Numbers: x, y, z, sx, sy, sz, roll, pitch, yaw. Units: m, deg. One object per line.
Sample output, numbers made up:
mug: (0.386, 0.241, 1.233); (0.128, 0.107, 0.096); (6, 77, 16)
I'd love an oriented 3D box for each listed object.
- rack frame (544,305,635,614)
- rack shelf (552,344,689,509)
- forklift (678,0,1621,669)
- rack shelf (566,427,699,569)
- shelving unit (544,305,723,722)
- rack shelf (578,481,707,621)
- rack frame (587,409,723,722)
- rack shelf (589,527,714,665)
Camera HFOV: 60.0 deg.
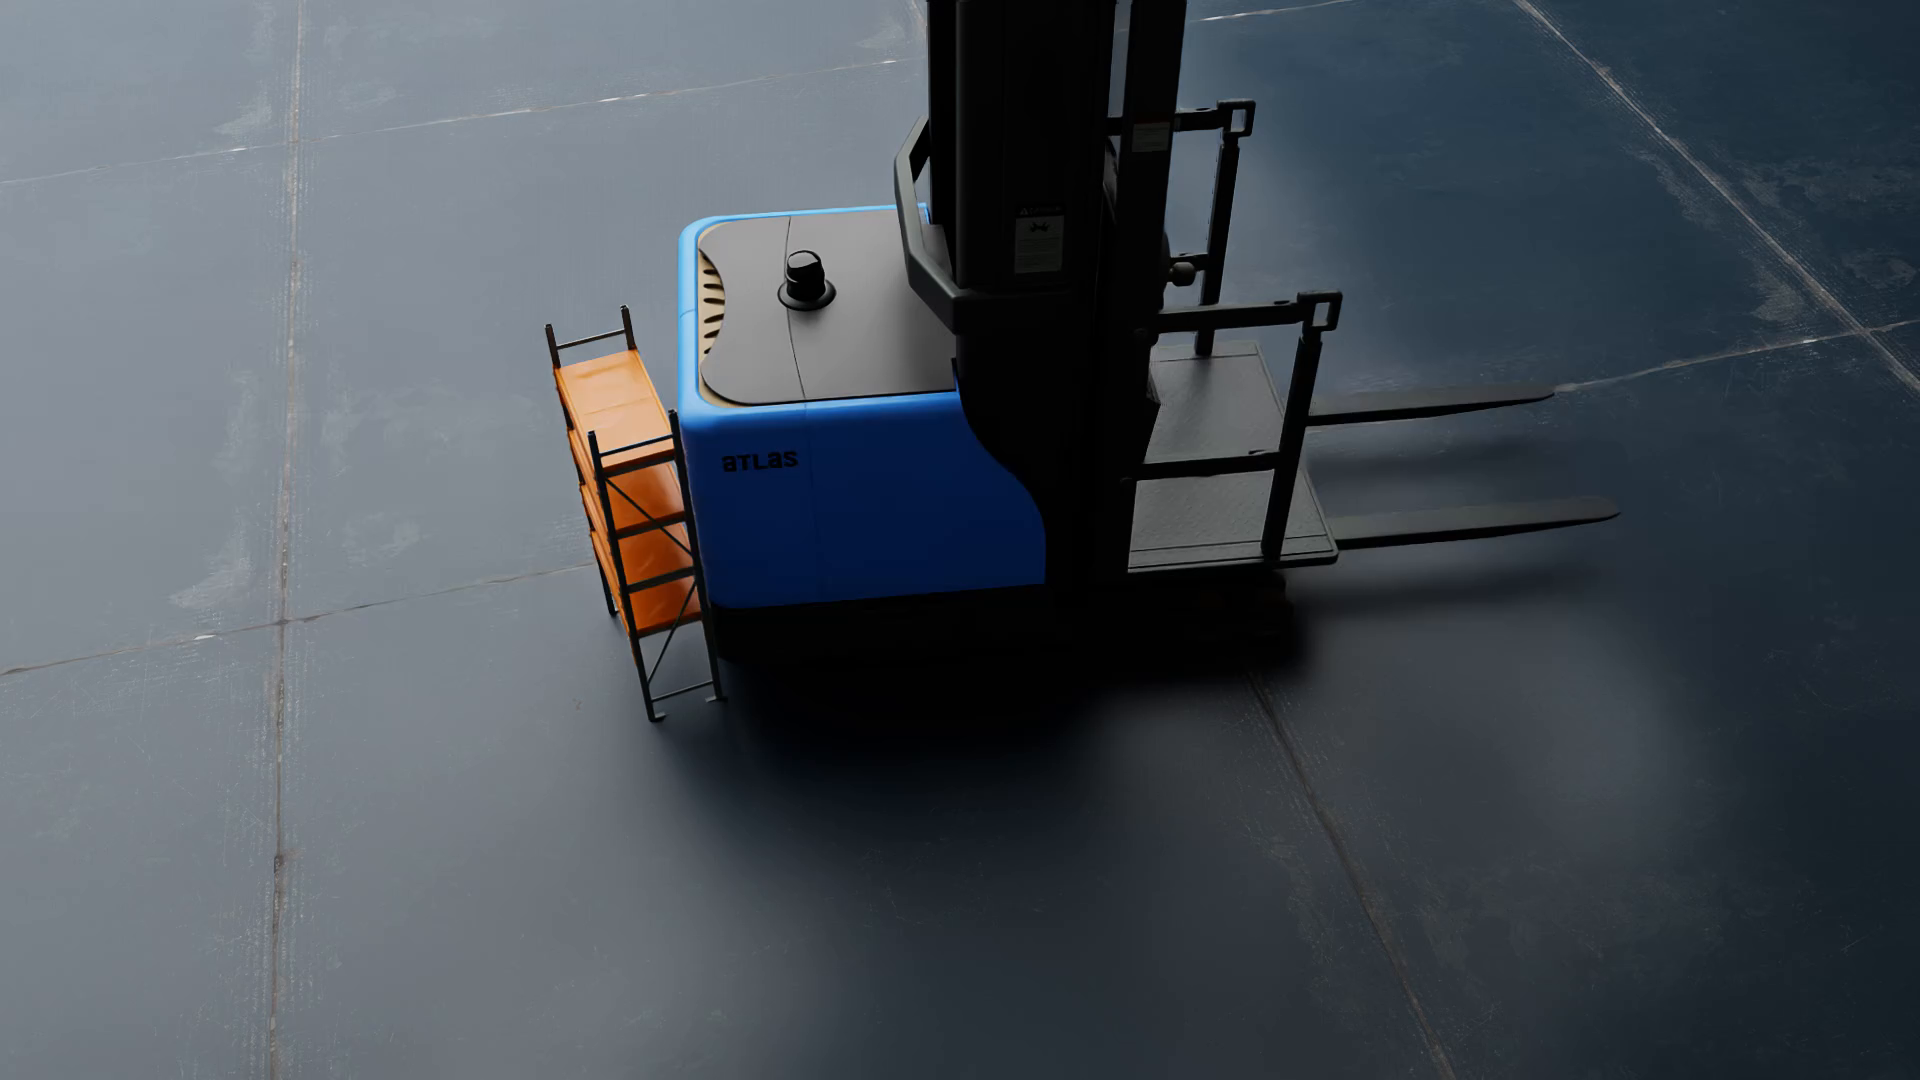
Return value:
rack frame: (-1.053, -0.212, 5.117); (0.240, 1.200, 0.015); (-17, 48, -16)
rack shelf: (-0.958, -0.326, 4.679); (0.258, 0.148, 0.480); (-17, 48, -16)
forklift: (0.655, -1.072, 4.748); (3.031, 2.935, 1.130); (-5, 46, -5)
rack shelf: (-0.958, -0.161, 4.848); (0.258, 0.148, 0.480); (-17, 48, -16)
shelving unit: (-0.958, -0.051, 4.960); (0.258, 1.200, 0.503); (-17, 48, -16)
rack shelf: (-0.958, -0.004, 5.008); (0.258, 0.148, 0.480); (-17, 48, -16)
rack frame: (-0.863, 0.109, 4.803); (0.240, 1.200, 0.015); (-17, 48, -16)
rack shelf: (-0.958, 0.135, 5.150); (0.258, 0.148, 0.480); (-17, 48, -16)
